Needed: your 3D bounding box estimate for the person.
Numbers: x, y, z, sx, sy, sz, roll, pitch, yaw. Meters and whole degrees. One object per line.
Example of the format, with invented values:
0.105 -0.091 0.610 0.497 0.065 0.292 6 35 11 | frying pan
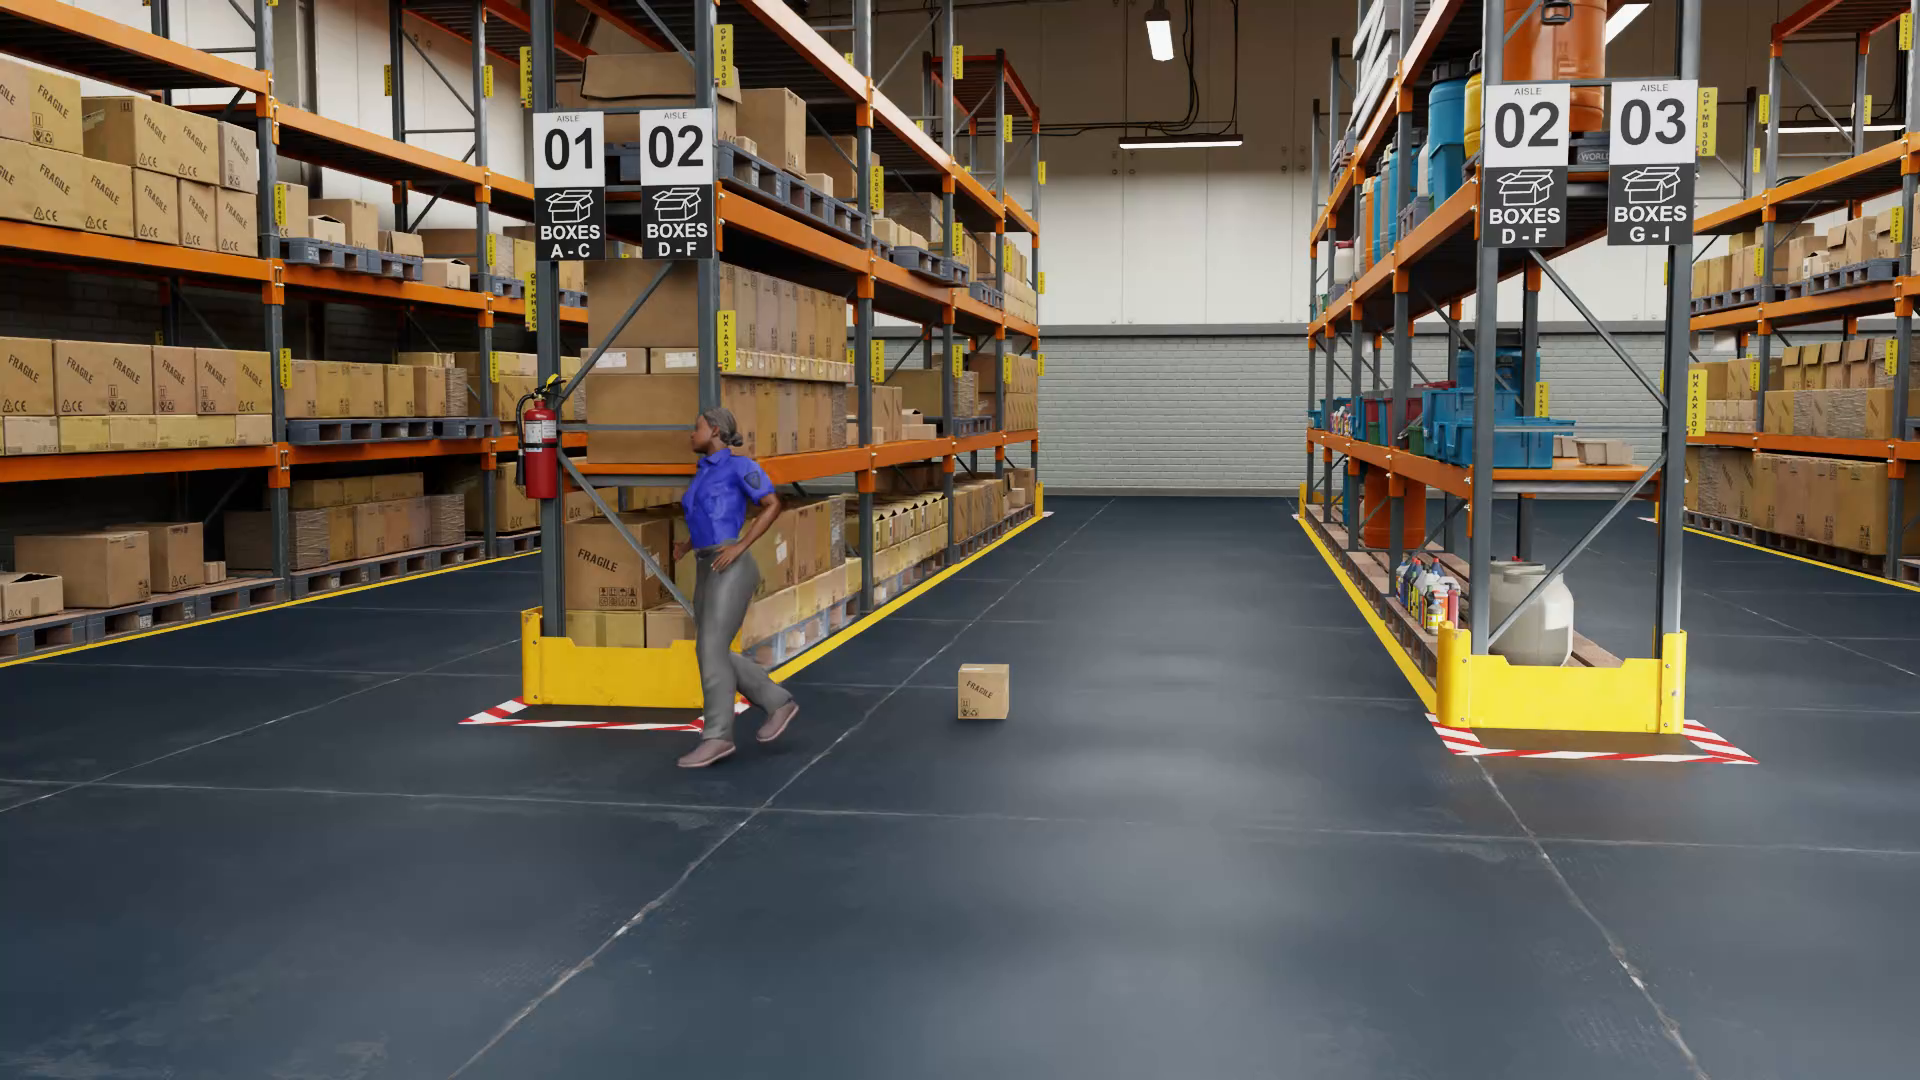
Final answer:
-1.124 0.192 7.841 0.681 1.628 0.624 -3 5 -33 | person
